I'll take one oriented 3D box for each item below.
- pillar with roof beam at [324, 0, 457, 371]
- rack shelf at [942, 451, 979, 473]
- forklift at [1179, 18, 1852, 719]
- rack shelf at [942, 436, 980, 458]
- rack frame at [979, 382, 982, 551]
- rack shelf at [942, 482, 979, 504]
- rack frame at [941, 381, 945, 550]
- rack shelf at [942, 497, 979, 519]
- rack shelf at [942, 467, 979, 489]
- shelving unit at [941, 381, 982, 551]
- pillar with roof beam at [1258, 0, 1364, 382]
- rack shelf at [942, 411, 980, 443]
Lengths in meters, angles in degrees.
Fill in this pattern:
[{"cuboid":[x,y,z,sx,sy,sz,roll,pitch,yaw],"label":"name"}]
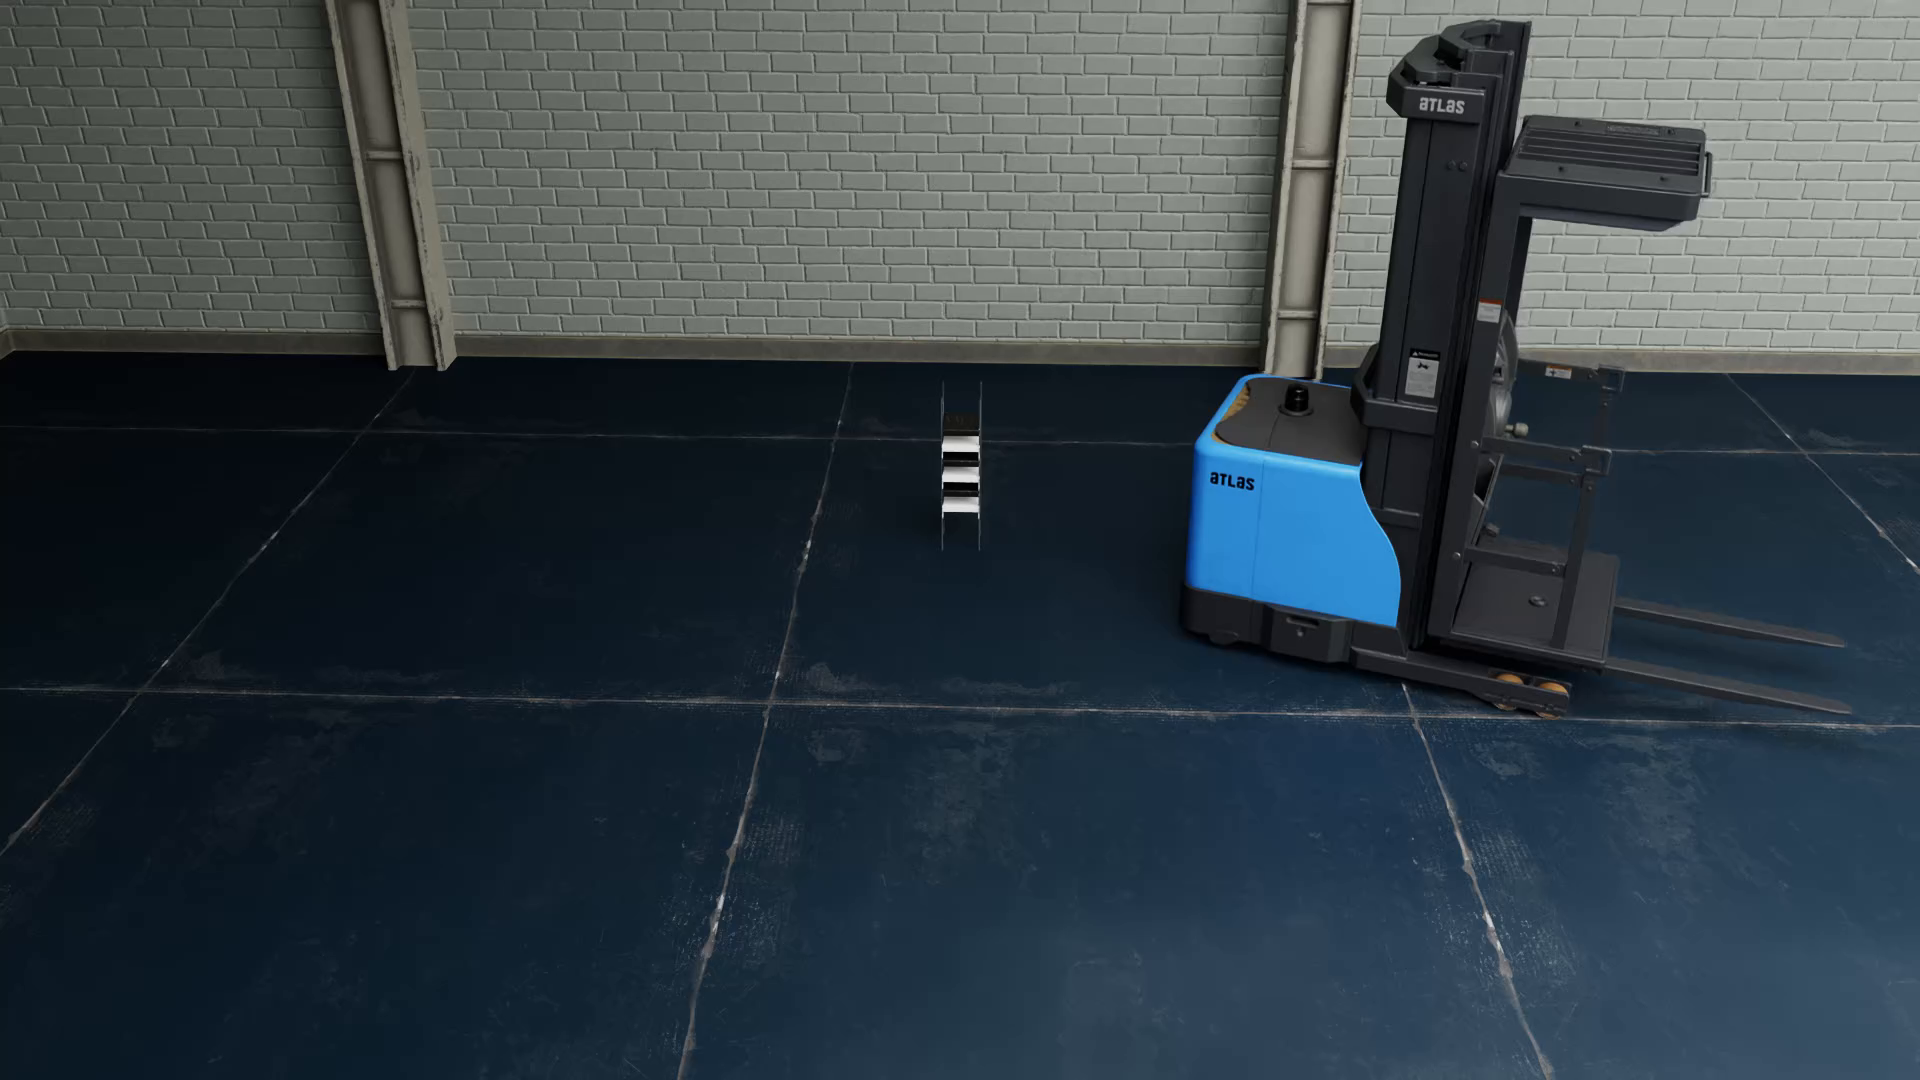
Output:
[{"cuboid":[-3.892,-3.201,5.680,0.400,9.000,9.100,1,28,2],"label":"pillar with roof beam"},{"cuboid":[0.008,-0.448,9.012,0.200,0.077,0.258,1,28,2],"label":"rack shelf"},{"cuboid":[2.662,-0.750,7.535,3.031,2.935,1.130,11,30,20],"label":"forklift"},{"cuboid":[0.008,-0.527,8.970,0.200,0.077,0.258,1,28,2],"label":"rack shelf"},{"cuboid":[0.110,-0.396,9.036,0.006,0.900,0.240,1,28,2],"label":"rack frame"},{"cuboid":[0.008,-0.288,9.097,0.200,0.077,0.258,1,28,2],"label":"rack shelf"},{"cuboid":[-0.094,-0.399,9.042,0.006,0.900,0.240,1,28,2],"label":"rack frame"},{"cuboid":[0.008,-0.209,9.139,0.200,0.077,0.258,1,28,2],"label":"rack shelf"},{"cuboid":[0.008,-0.368,9.055,0.200,0.077,0.258,1,28,2],"label":"rack shelf"},{"cuboid":[0.008,-0.397,9.039,0.210,0.900,0.258,1,28,2],"label":"shelving unit"},{"cuboid":[2.105,-3.102,5.493,0.400,9.000,9.100,1,28,2],"label":"pillar with roof beam"},{"cuboid":[0.008,-0.607,8.928,0.200,0.077,0.258,1,28,2],"label":"rack shelf"}]
